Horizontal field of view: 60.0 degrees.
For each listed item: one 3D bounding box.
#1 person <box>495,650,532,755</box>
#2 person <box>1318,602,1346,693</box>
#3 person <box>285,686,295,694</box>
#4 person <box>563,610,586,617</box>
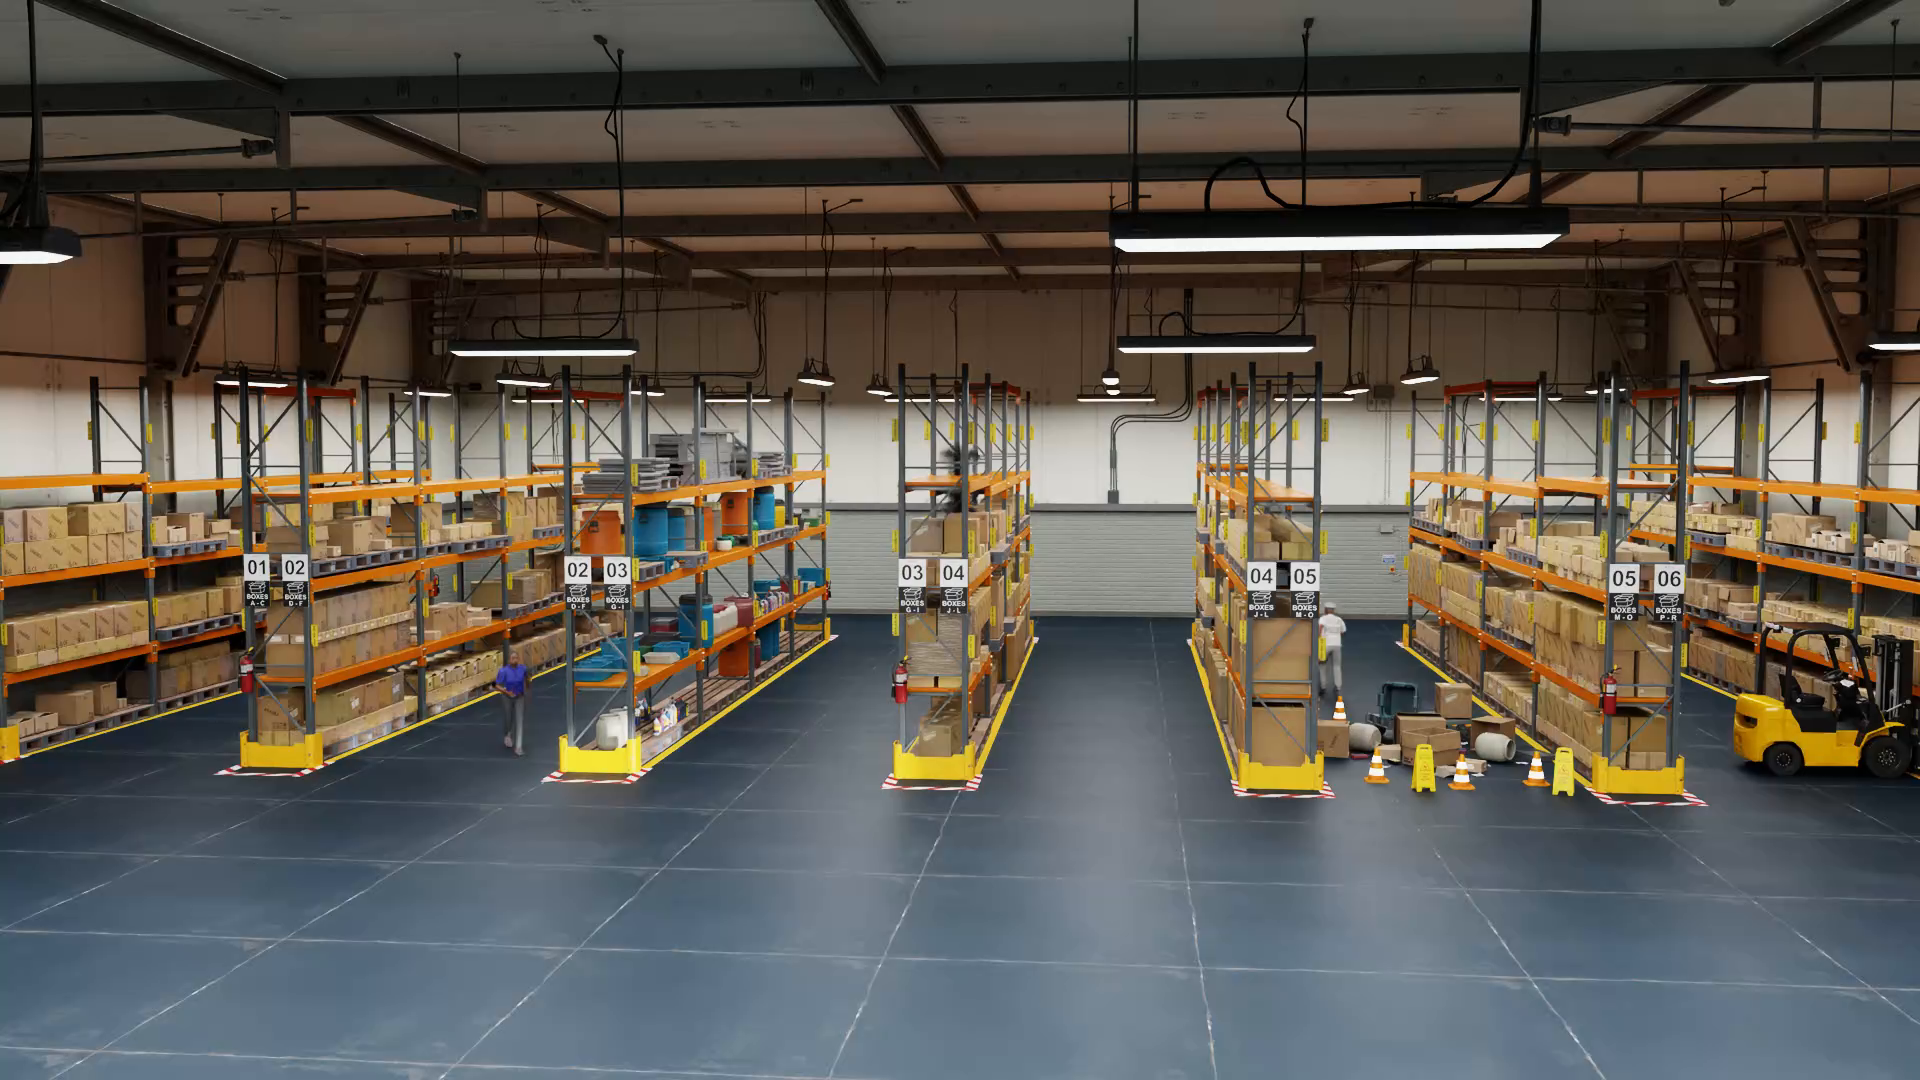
[{"bbox_3d":[-7.030,2.529,26.124,0.563,1.613,0.889,-2,4,-23],"label":"person"},{"bbox_3d":[7.111,2.091,31.945,0.666,1.751,1.001,0,4,1],"label":"person"},{"bbox_3d":[-12.052,2.244,30.081,0.676,1.735,0.819,-3,5,-41],"label":"person"},{"bbox_3d":[-10.343,1.256,44.577,0.803,1.800,0.704,2,4,34],"label":"person"}]
